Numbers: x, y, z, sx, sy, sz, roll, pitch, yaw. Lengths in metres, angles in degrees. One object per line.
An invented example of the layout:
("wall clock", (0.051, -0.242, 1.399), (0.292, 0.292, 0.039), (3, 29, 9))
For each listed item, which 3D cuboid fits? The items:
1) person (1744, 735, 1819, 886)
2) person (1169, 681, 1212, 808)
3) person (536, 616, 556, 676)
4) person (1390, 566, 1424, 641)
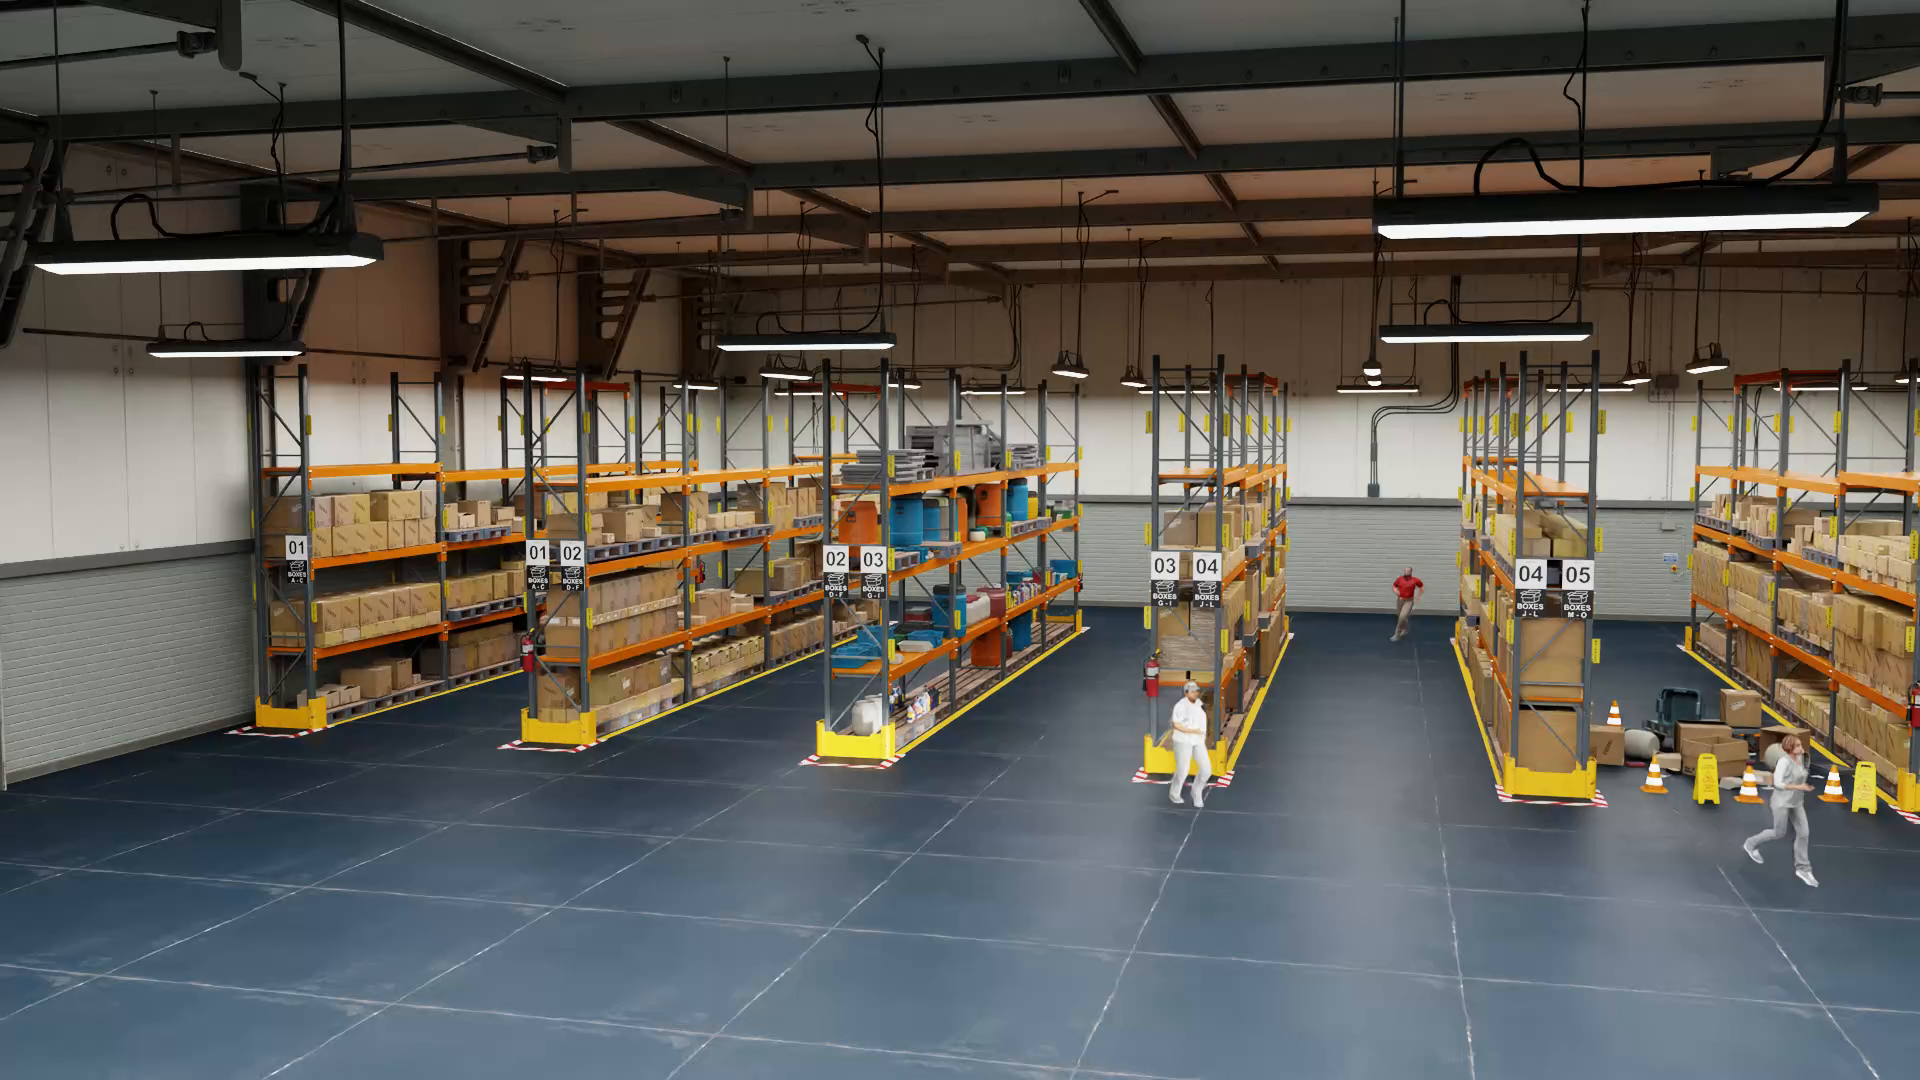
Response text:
("person", (9.100, 2.945, 18.389), (0.542, 1.630, 0.863), (-2, 5, -30))
("person", (3.034, 2.694, 21.777), (0.619, 1.709, 0.694), (-2, 5, -30))
("person", (-7.237, 2.160, 29.019), (0.670, 1.697, 0.617), (1, 4, 13))
("person", (10.410, 1.472, 38.774), (0.695, 1.726, 0.951), (3, 5, 40))
